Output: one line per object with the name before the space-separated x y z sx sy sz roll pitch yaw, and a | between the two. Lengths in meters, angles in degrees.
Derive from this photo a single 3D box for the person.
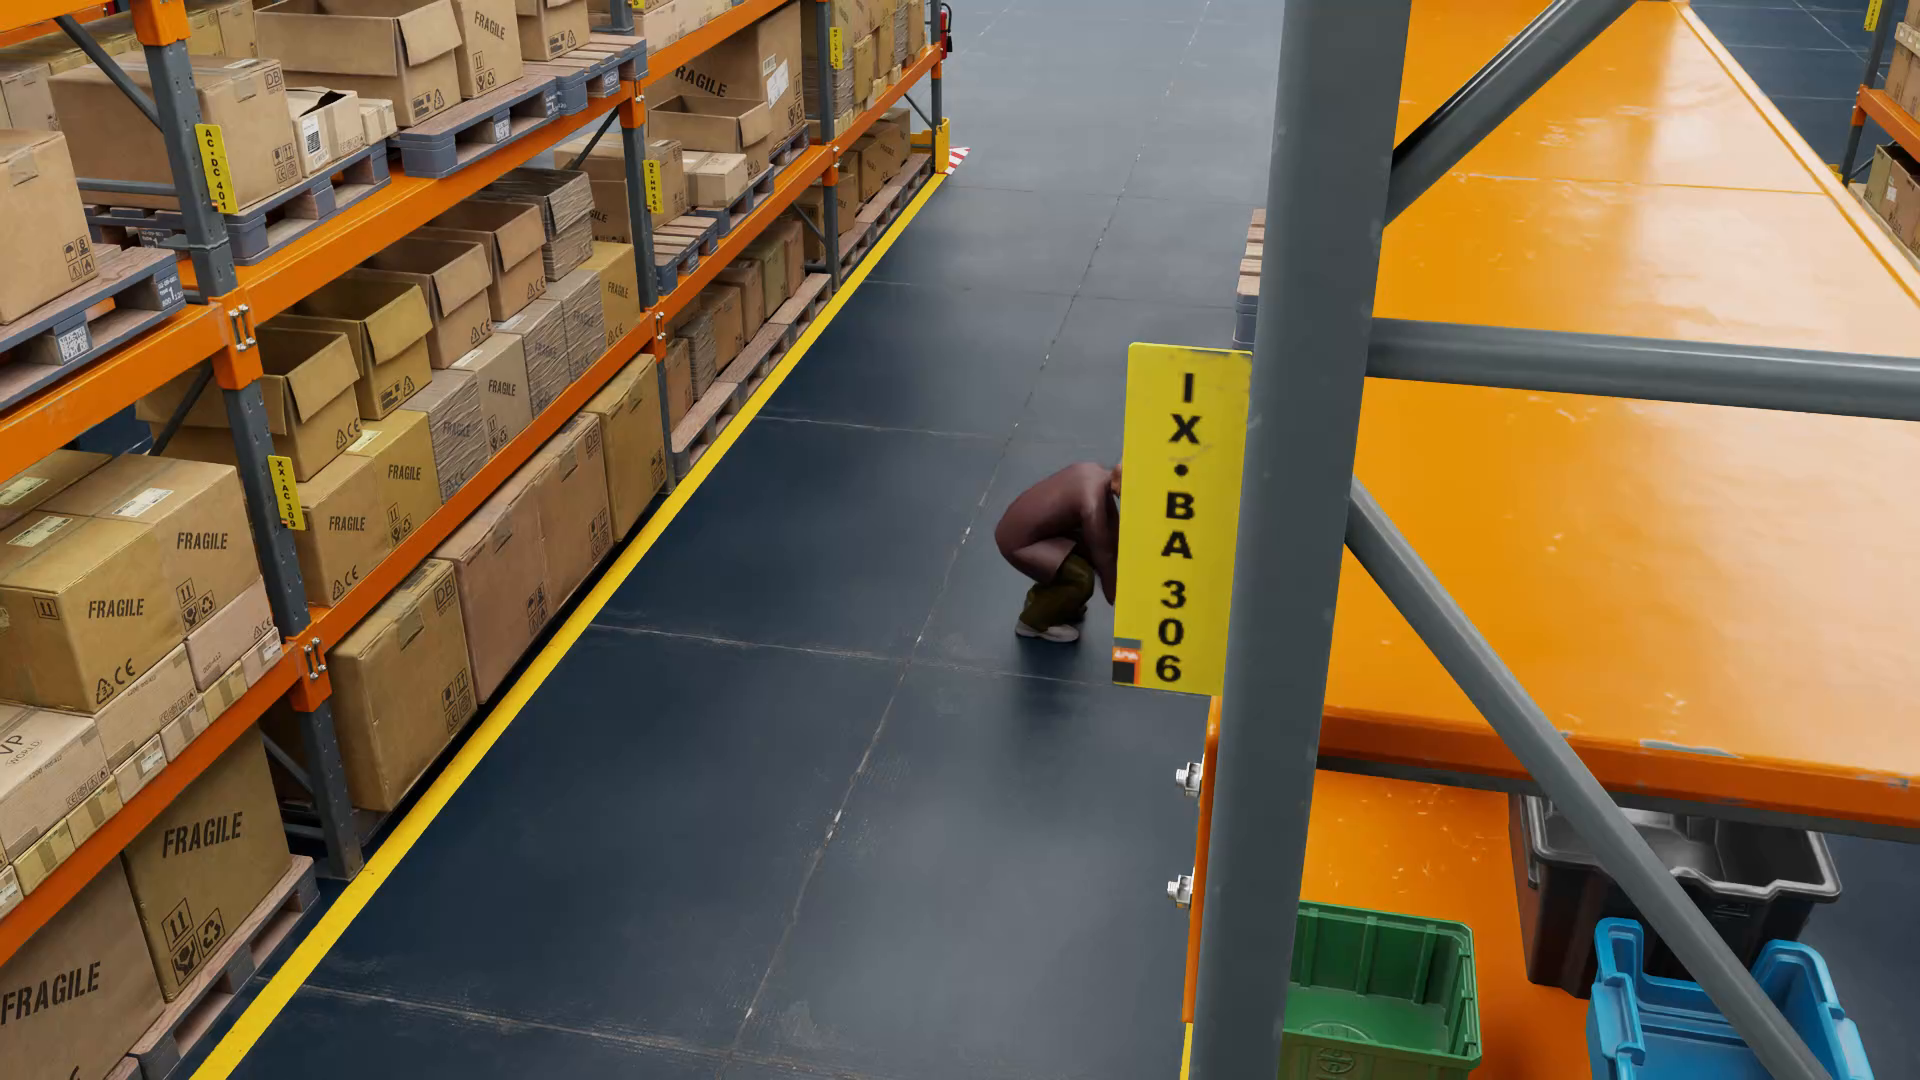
person | 0.637 0.020 9.352 0.880 1.066 0.614 6 29 11
